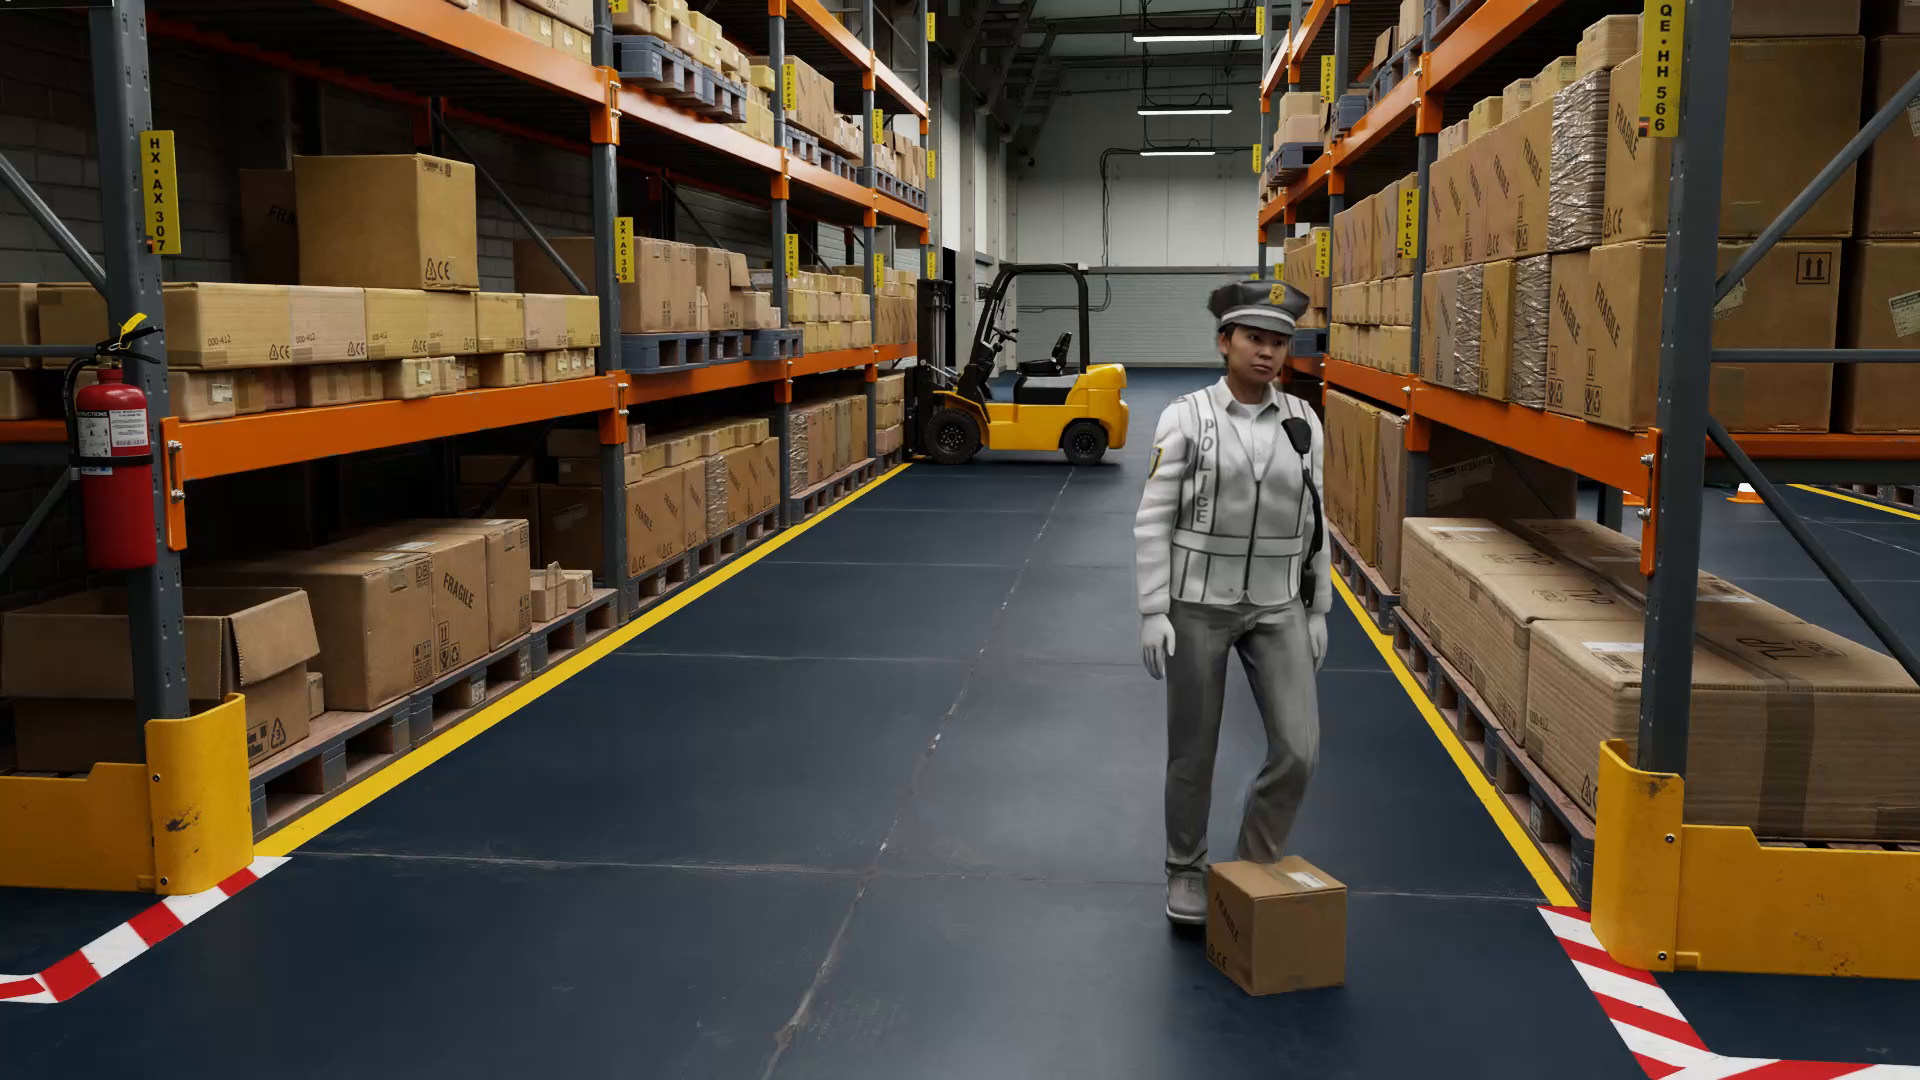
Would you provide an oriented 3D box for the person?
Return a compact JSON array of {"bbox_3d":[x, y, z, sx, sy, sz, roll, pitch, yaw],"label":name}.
[{"bbox_3d":[0.703,0.213,4.218,0.537,1.726,0.518,0,8,-4],"label":"person"}]
